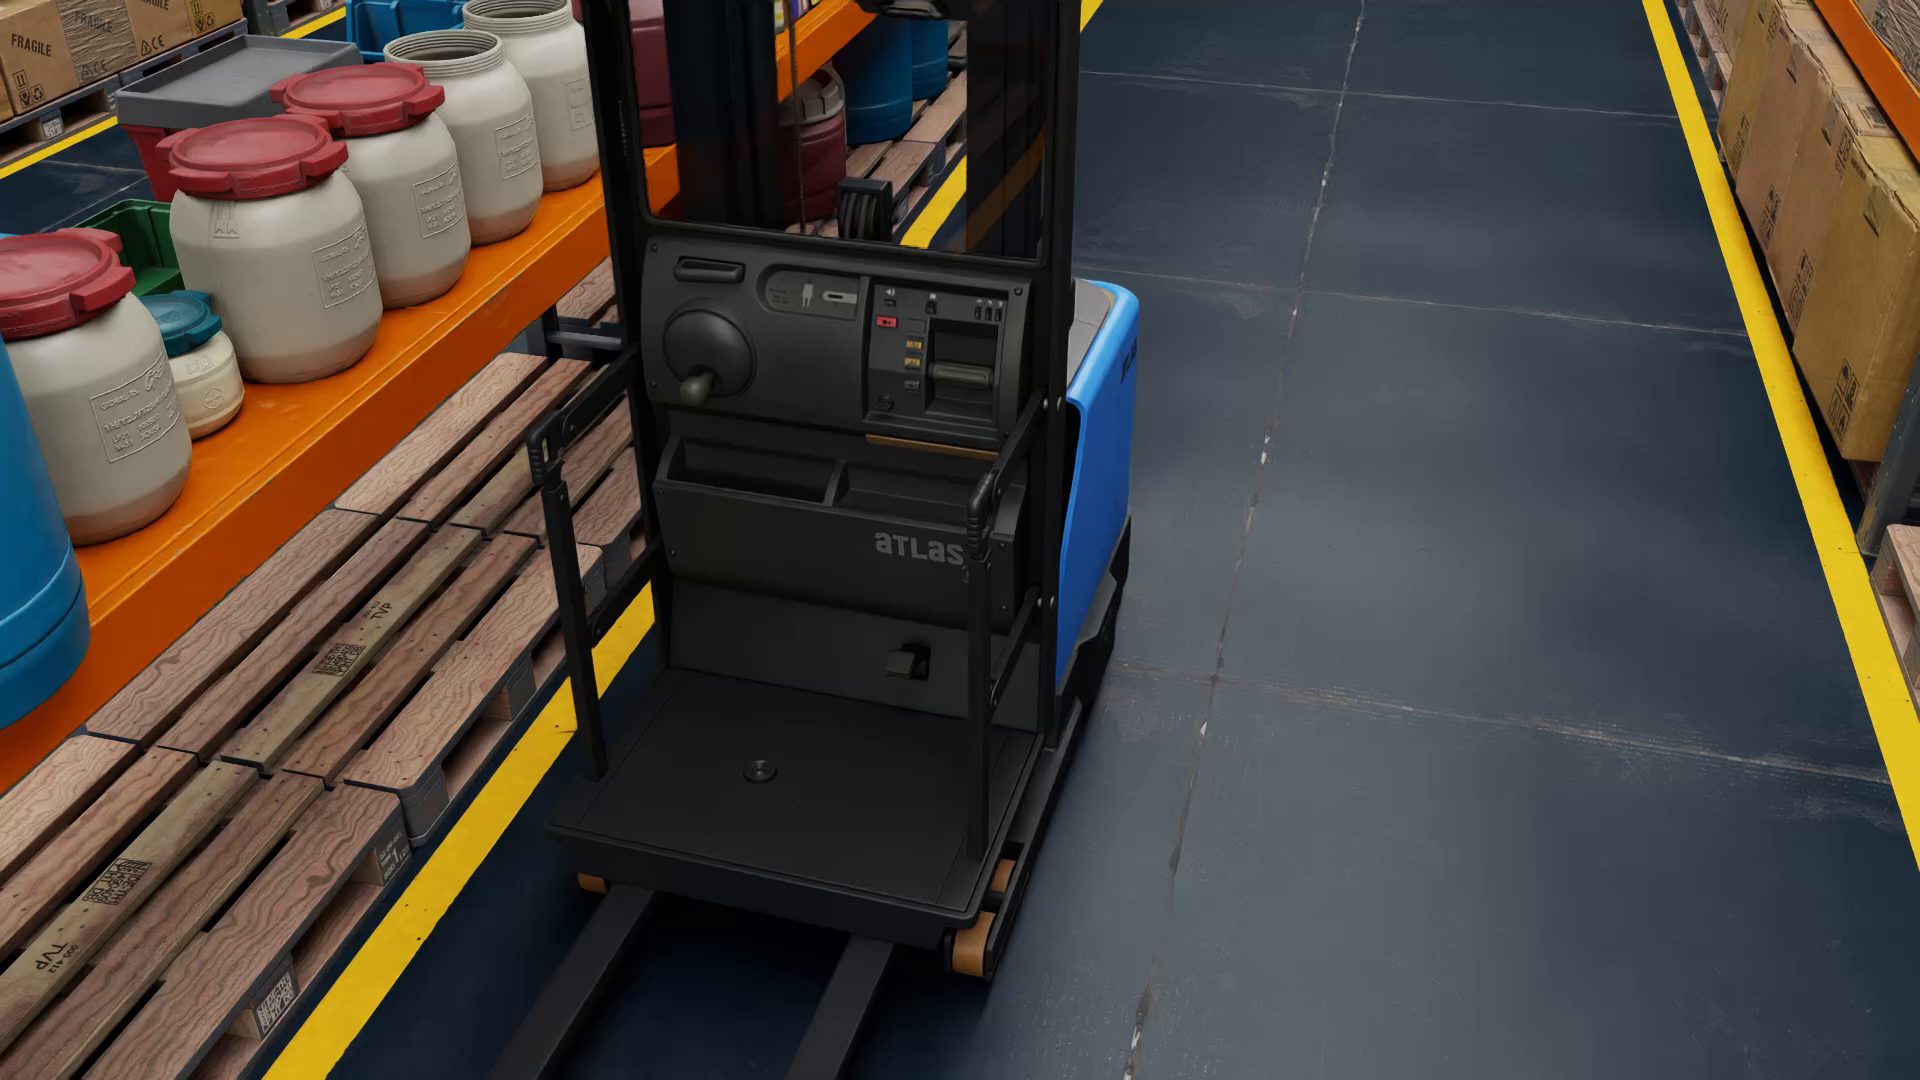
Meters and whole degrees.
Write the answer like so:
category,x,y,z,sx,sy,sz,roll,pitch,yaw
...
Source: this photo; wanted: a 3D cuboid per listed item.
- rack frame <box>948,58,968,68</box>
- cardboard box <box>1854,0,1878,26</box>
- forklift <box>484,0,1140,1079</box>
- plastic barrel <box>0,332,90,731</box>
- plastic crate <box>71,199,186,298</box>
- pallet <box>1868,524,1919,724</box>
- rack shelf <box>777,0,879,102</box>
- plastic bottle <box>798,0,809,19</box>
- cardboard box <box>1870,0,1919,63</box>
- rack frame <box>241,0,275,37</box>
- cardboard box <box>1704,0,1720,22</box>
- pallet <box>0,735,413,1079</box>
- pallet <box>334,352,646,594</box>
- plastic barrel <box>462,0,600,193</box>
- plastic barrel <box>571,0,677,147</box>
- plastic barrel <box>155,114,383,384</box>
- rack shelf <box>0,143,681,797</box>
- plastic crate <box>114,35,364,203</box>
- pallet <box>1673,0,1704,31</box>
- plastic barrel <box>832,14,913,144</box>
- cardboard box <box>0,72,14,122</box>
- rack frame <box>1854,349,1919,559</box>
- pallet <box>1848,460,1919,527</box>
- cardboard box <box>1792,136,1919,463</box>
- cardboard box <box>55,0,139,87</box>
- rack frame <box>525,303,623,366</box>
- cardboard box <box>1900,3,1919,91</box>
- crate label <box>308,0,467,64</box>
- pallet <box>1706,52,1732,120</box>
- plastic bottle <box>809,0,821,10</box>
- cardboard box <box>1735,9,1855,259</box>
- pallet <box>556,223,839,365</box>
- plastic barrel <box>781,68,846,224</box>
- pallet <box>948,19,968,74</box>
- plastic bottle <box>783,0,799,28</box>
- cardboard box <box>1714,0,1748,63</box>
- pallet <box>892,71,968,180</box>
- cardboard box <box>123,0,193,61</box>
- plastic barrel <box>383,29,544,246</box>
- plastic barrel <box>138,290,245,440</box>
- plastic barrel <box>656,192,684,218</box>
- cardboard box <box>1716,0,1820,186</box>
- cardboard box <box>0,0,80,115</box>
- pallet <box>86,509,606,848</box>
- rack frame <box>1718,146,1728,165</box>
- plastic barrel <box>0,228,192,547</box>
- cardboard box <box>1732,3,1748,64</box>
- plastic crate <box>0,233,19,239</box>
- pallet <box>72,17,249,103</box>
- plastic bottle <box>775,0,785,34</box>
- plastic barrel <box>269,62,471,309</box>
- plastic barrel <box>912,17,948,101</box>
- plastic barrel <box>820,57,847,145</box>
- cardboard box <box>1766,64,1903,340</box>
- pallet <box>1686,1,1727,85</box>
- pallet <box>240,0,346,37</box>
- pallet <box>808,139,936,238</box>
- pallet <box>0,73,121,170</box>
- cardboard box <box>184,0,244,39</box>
category,x,y,z,sx,sy,sz,roll,pitch,yaw
rack frame,-0.211,-3.921,9.122,1.000,3.000,0.127,8,33,12
cardboard box,3.842,-2.295,6.471,0.500,0.500,0.500,9,33,13
forklift,-0.358,-0.407,3.658,1.130,2.935,3.031,9,34,14
plastic barrel,-1.850,-0.141,2.708,0.600,0.901,0.708,8,33,12
plastic crate,-2.072,-0.623,4.131,0.450,0.188,0.662,8,33,12
pallet,3.365,0.411,4.907,1.003,0.211,1.213,8,33,12
rack shelf,-0.718,-2.580,7.683,1.077,0.370,4.000,8,33,12
plastic bottle,-0.686,-2.214,6.552,0.152,0.276,0.135,8,33,12
cardboard box,3.712,-2.031,6.056,0.500,0.500,0.500,7,33,11
rack frame,-5.001,-4.598,10.186,1.000,3.000,0.127,8,33,12
cardboard box,5.279,-3.788,10.502,0.875,0.875,0.875,8,33,12
pallet,-2.079,0.994,3.989,1.003,0.211,1.213,8,33,12
pallet,-1.460,-0.272,5.981,1.003,0.211,1.213,8,33,12
plastic barrel,-1.280,-1.330,4.942,0.421,0.512,0.421,0,32,0
plastic barrel,-1.050,-1.621,5.377,0.600,0.536,0.708,8,33,12
plastic barrel,-1.600,-0.674,3.888,0.433,0.535,0.433,0,32,0
rack shelf,-1.733,-0.504,4.418,1.077,0.370,4.000,8,33,12
plastic crate,-1.932,-1.076,4.586,0.402,0.464,0.583,8,33,12
pallet,5.468,-3.720,11.405,1.003,0.211,1.213,8,33,12
plastic barrel,-0.545,-2.565,8.554,0.600,0.901,0.708,8,33,12
cardboard box,-5.364,-2.382,8.621,0.500,0.500,0.500,8,33,12
rack frame,3.565,-1.171,4.796,1.000,3.000,0.127,8,33,12
pallet,3.838,-0.393,6.172,1.003,0.211,1.213,8,33,12
cardboard box,3.760,-0.807,5.813,1.225,0.875,0.875,7,33,10
cardboard box,-5.110,-2.918,9.464,0.500,0.500,0.500,8,33,13
rack frame,-1.226,-1.846,5.857,1.000,3.000,0.127,8,33,12
cardboard box,3.583,-1.761,5.631,0.500,0.500,0.500,8,33,12
crate label,-1.739,-1.382,5.095,0.502,0.435,0.616,8,33,12
pallet,4.849,-2.454,9.414,1.003,0.211,1.213,8,33,12
plastic bottle,-0.608,-2.280,6.650,0.061,0.283,0.133,8,33,12
cardboard box,4.211,-1.729,7.263,1.225,0.875,0.875,7,33,11
pallet,-1.066,-1.084,7.258,1.003,0.211,1.213,8,33,12
plastic barrel,-0.831,-1.847,7.716,0.600,0.588,0.708,8,33,12
pallet,-0.062,-3.131,10.479,1.003,0.211,1.213,8,33,12
plastic bottle,-0.676,-2.141,6.431,0.061,0.283,0.133,8,33,12
cardboard box,5.054,-3.326,9.775,0.875,0.875,0.875,8,33,12
pallet,-0.447,-2.350,9.249,1.003,0.211,1.213,8,33,12
cardboard box,-4.982,-3.178,9.873,0.500,0.500,0.500,8,33,13
plastic barrel,-1.387,-1.111,4.598,0.421,0.512,0.421,0,32,0
plastic barrel,-1.756,-0.377,3.677,0.301,0.262,0.301,0,32,0
plastic barrel,-1.118,-1.363,6.730,0.600,0.830,0.708,8,33,12
cardboard box,4.437,-2.193,7.992,1.225,0.875,0.875,8,33,13
cardboard box,-5.237,-2.654,9.048,0.500,0.500,0.500,7,33,11
pallet,-1.771,0.359,4.988,1.003,0.211,1.213,8,33,12
rack frame,4.580,-3.247,8.061,1.000,3.000,0.127,8,33,12
plastic barrel,-1.786,-0.294,3.290,0.433,0.535,0.433,0,32,0
cardboard box,4.825,-2.859,9.040,0.875,0.875,0.875,8,33,12
plastic crate,-2.262,-0.378,3.563,0.392,0.384,0.575,8,33,12
pallet,-5.171,-2.993,10.262,1.003,0.211,1.213,8,33,12
plastic bottle,-0.723,-2.049,6.363,0.097,0.201,0.097,0,32,0
plastic barrel,-1.490,-0.899,4.242,0.433,0.535,0.433,0,32,0
plastic barrel,-0.365,-2.933,9.132,0.600,0.901,0.708,8,33,12
plastic barrel,-0.775,-2.120,8.217,0.421,0.512,0.421,0,32,0
cardboard box,3.994,-1.269,6.539,1.225,0.875,0.875,8,33,13
pallet,5.156,-3.089,10.413,1.003,0.211,1.213,8,33,12
pallet,-4.826,-3.777,11.495,1.003,0.211,1.213,8,33,12
pallet,-0.754,-1.715,8.250,1.003,0.211,1.213,8,33,12
pallet,-5.478,-2.358,9.263,1.003,0.211,1.213,8,33,12
cardboard box,-4.849,-3.433,10.274,0.500,0.500,0.500,8,33,12
